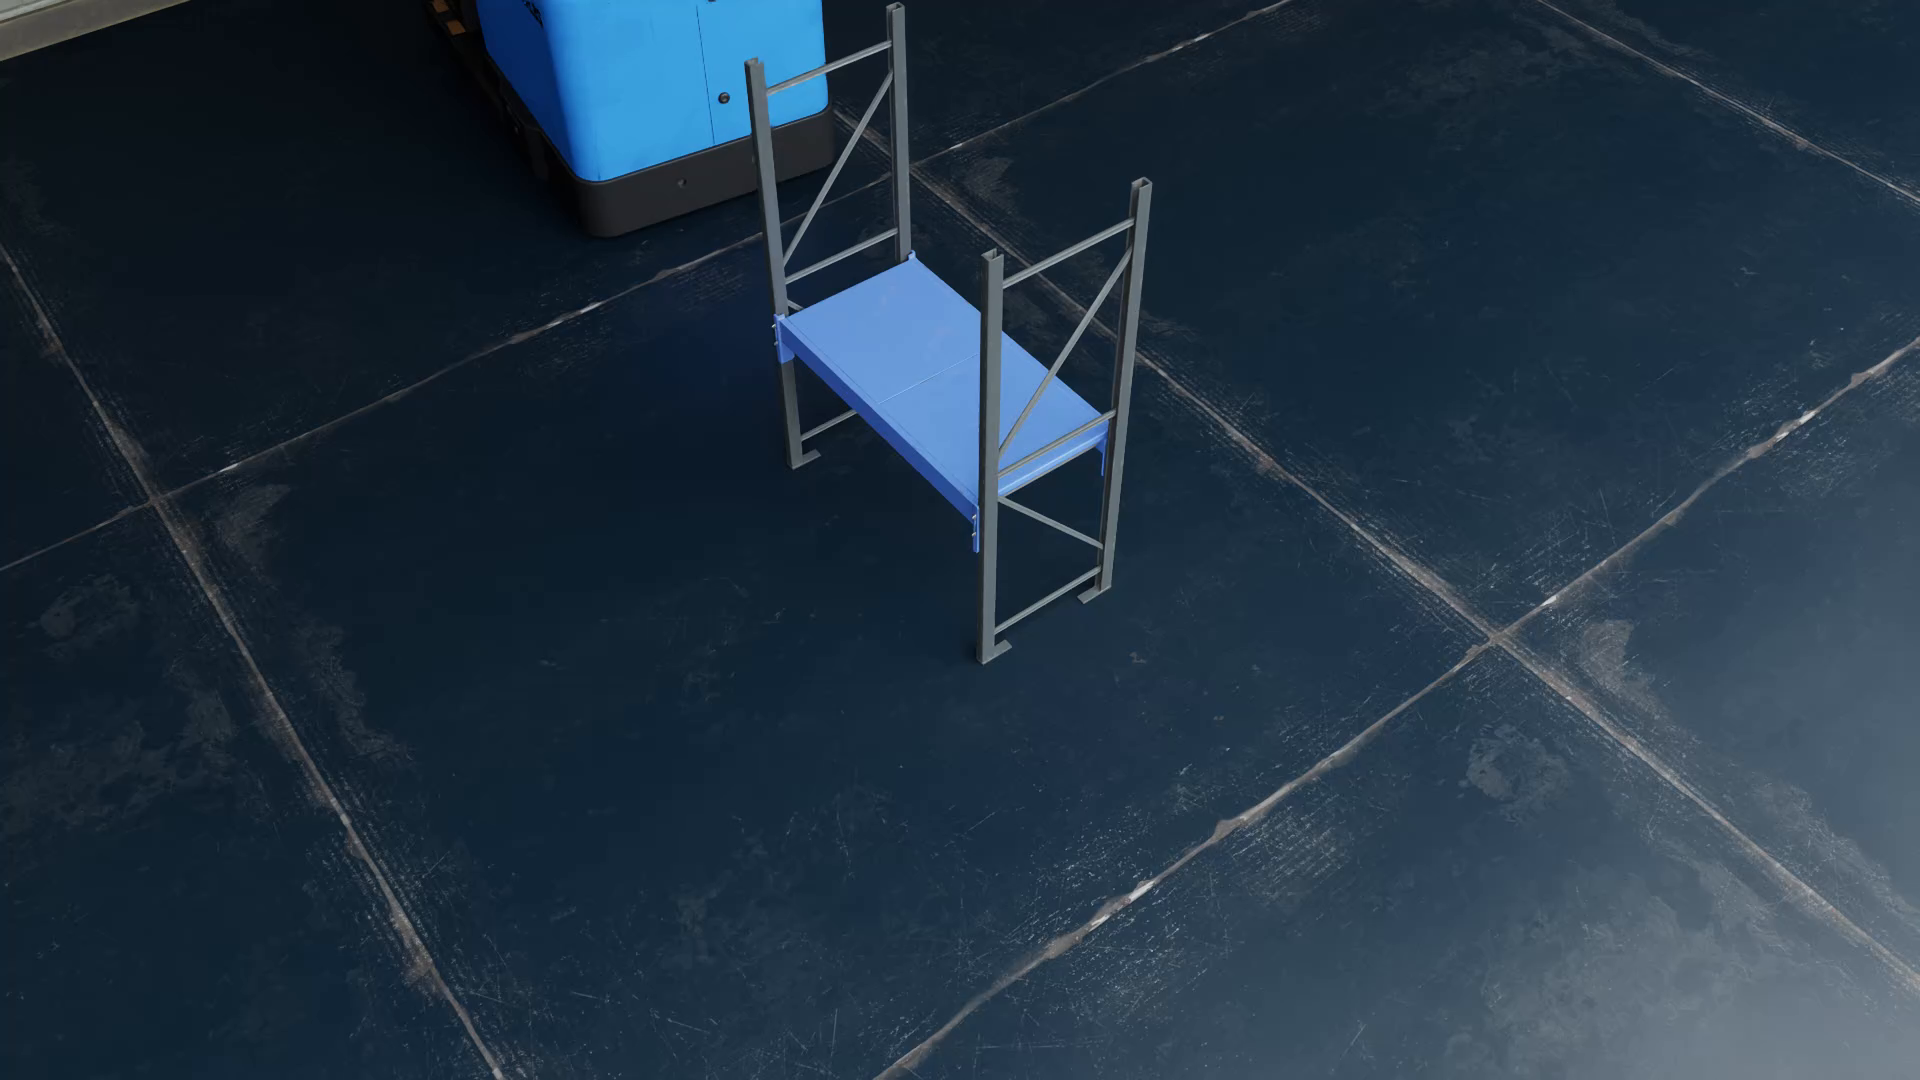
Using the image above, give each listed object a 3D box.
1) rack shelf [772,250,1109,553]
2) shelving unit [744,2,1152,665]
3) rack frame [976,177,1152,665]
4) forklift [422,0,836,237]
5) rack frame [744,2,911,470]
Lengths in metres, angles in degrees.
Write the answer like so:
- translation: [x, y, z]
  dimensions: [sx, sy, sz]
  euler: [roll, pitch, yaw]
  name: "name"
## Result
- translation: [-0.052, -0.433, 4.873]
  dimensions: [0.538, 0.185, 1.000]
  euler: [-29, 54, -24]
  name: "rack shelf"
- translation: [-0.052, -0.554, 4.740]
  dimensions: [0.538, 1.500, 1.048]
  euler: [-29, 54, -24]
  name: "shelving unit"
- translation: [0.256, -0.254, 4.468]
  dimensions: [0.500, 1.500, 0.032]
  euler: [-29, 54, -24]
  name: "rack frame"
- translation: [-1.659, -3.195, 6.168]
  dimensions: [1.130, 2.935, 3.031]
  euler: [-23, 52, -20]
  name: "forklift"
- translation: [-0.359, -0.854, 5.012]
  dimensions: [0.500, 1.500, 0.032]
  euler: [-29, 54, -24]
  name: "rack frame"
